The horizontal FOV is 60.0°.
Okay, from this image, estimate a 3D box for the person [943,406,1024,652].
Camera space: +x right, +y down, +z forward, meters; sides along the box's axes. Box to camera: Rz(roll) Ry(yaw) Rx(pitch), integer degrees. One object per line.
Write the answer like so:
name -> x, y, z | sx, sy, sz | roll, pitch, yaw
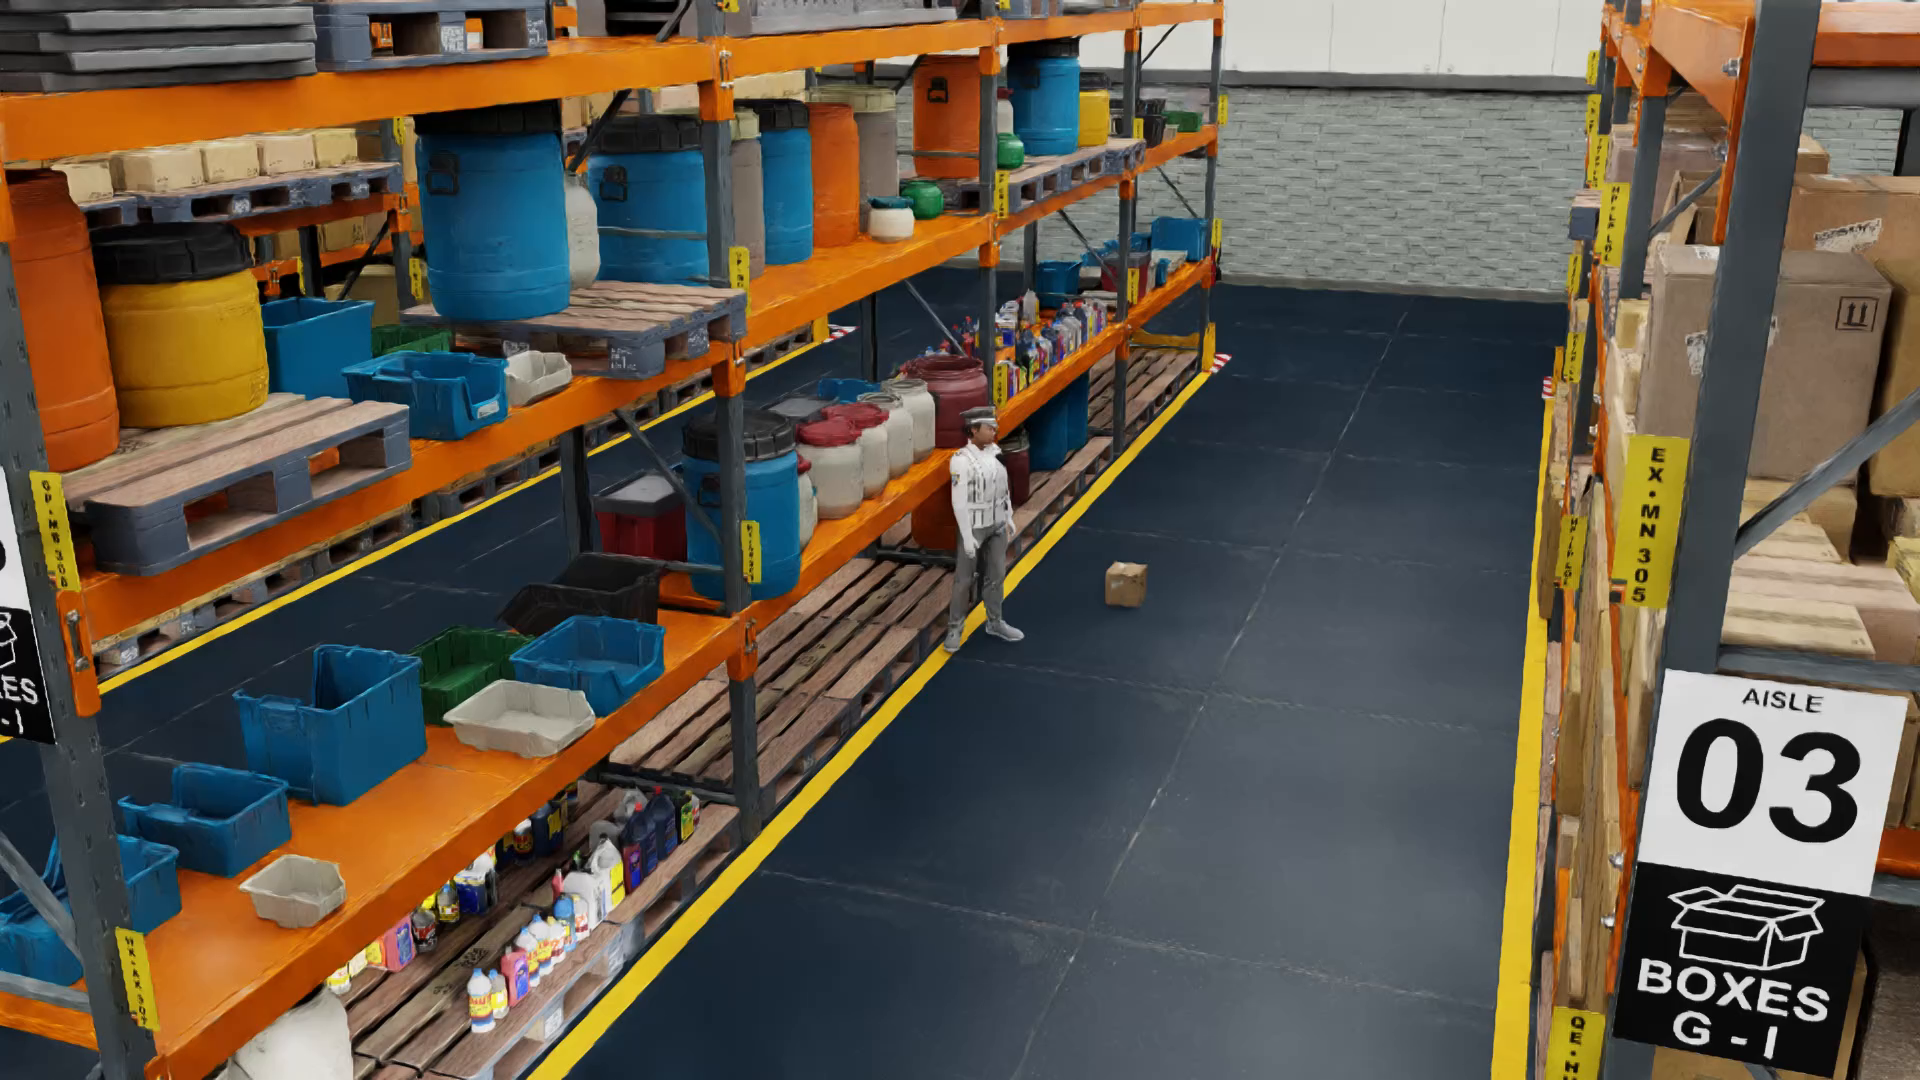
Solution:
person -> 0.140, -0.092, 11.236 | 0.611, 1.688, 0.364 | -16, 25, -40
